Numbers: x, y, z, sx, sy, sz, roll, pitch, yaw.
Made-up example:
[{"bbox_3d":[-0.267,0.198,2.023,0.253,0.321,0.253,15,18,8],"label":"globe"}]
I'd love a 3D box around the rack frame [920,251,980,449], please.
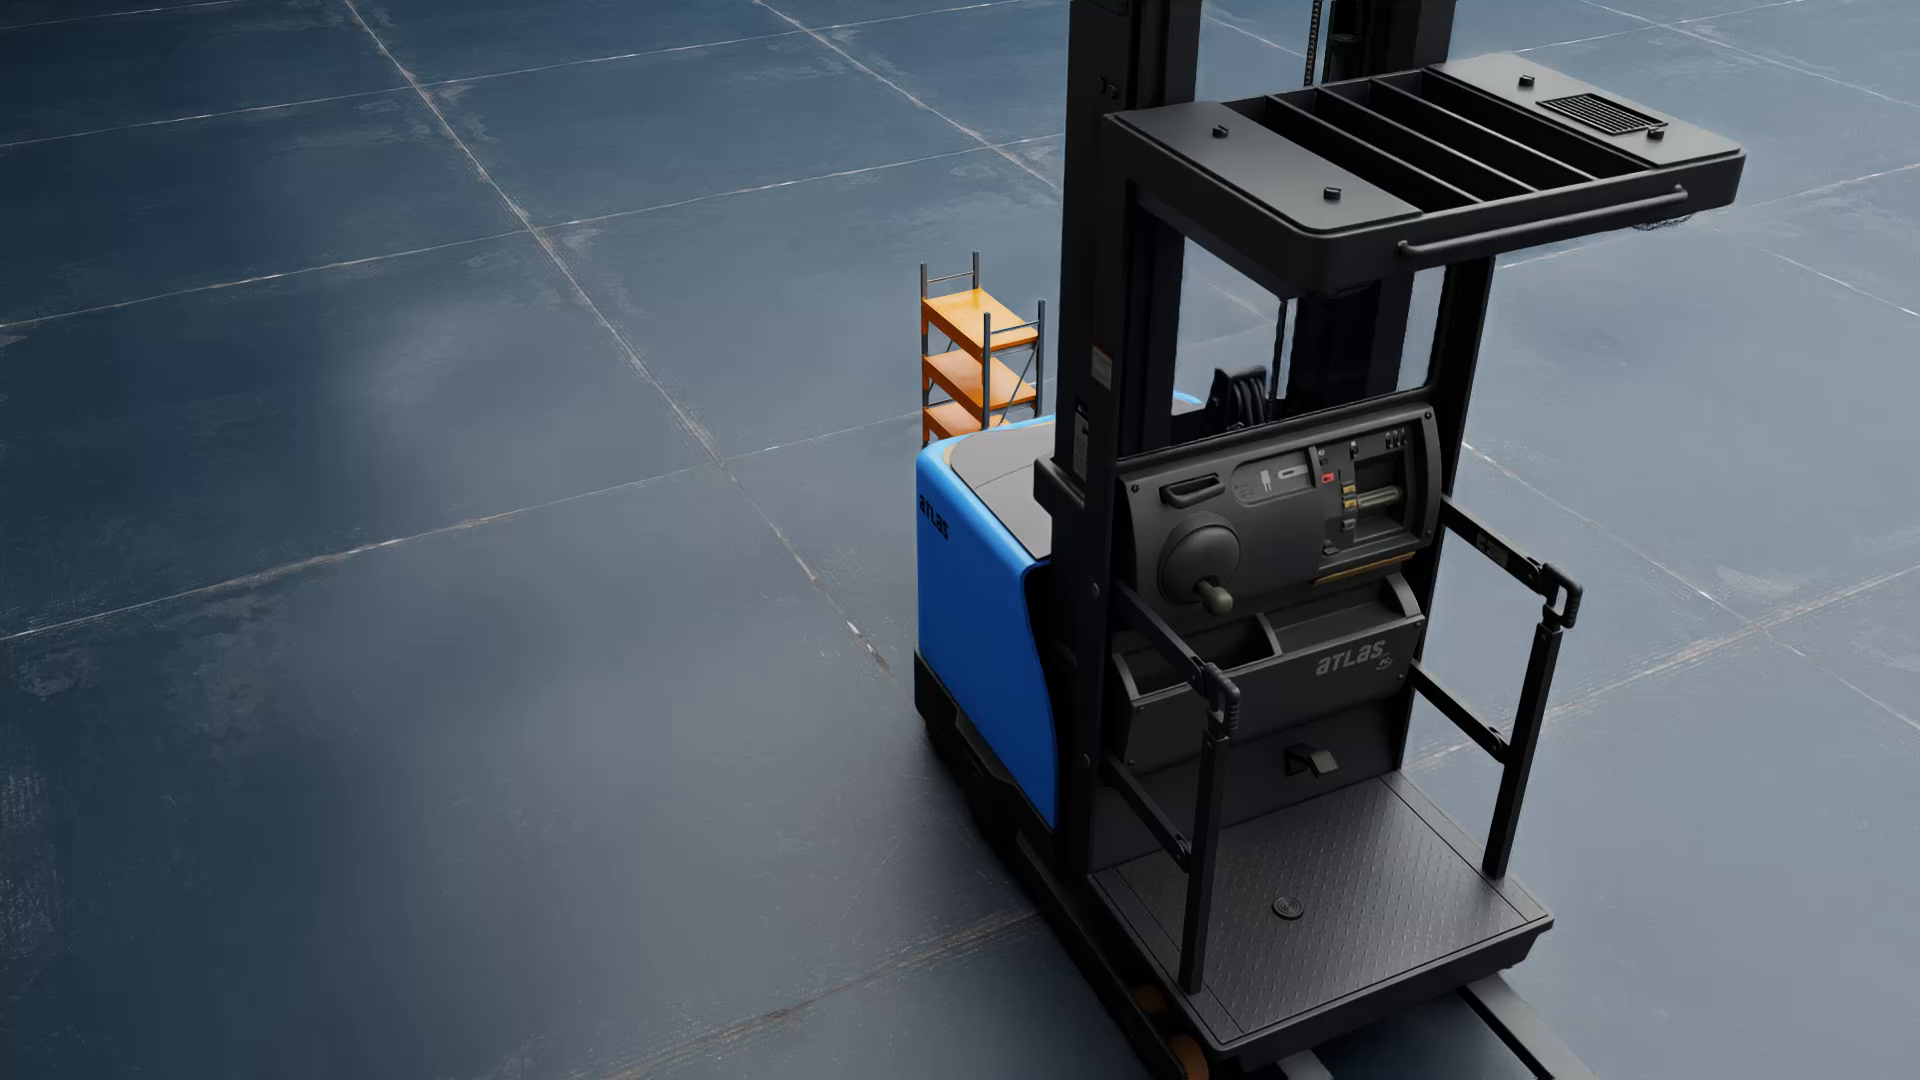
[{"bbox_3d":[-0.037,-0.543,6.485,0.240,1.200,0.015,-16,36,-23],"label":"rack frame"}]

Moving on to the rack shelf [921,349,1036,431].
[{"bbox_3d":[0.077,-0.558,6.219,0.258,0.148,0.480,-16,36,-23],"label":"rack shelf"}]

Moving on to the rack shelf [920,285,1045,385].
[{"bbox_3d":[0.077,-0.757,6.091,0.258,0.148,0.480,-16,36,-23],"label":"rack shelf"}]

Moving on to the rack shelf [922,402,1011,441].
[{"bbox_3d":[0.077,-0.370,6.339,0.258,0.148,0.480,-16,36,-23],"label":"rack shelf"}]

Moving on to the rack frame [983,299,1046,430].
[{"bbox_3d":[0.191,-0.310,6.121,0.240,1.200,0.015,-16,36,-23],"label":"rack frame"}]

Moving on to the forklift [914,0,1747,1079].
[{"bbox_3d":[0.926,-0.022,4.067,1.130,2.935,3.031,-14,35,-21],"label":"forklift"}]

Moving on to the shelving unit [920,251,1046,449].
[{"bbox_3d":[0.077,-0.426,6.303,0.258,1.200,0.503,-16,36,-23],"label":"shelving unit"}]
